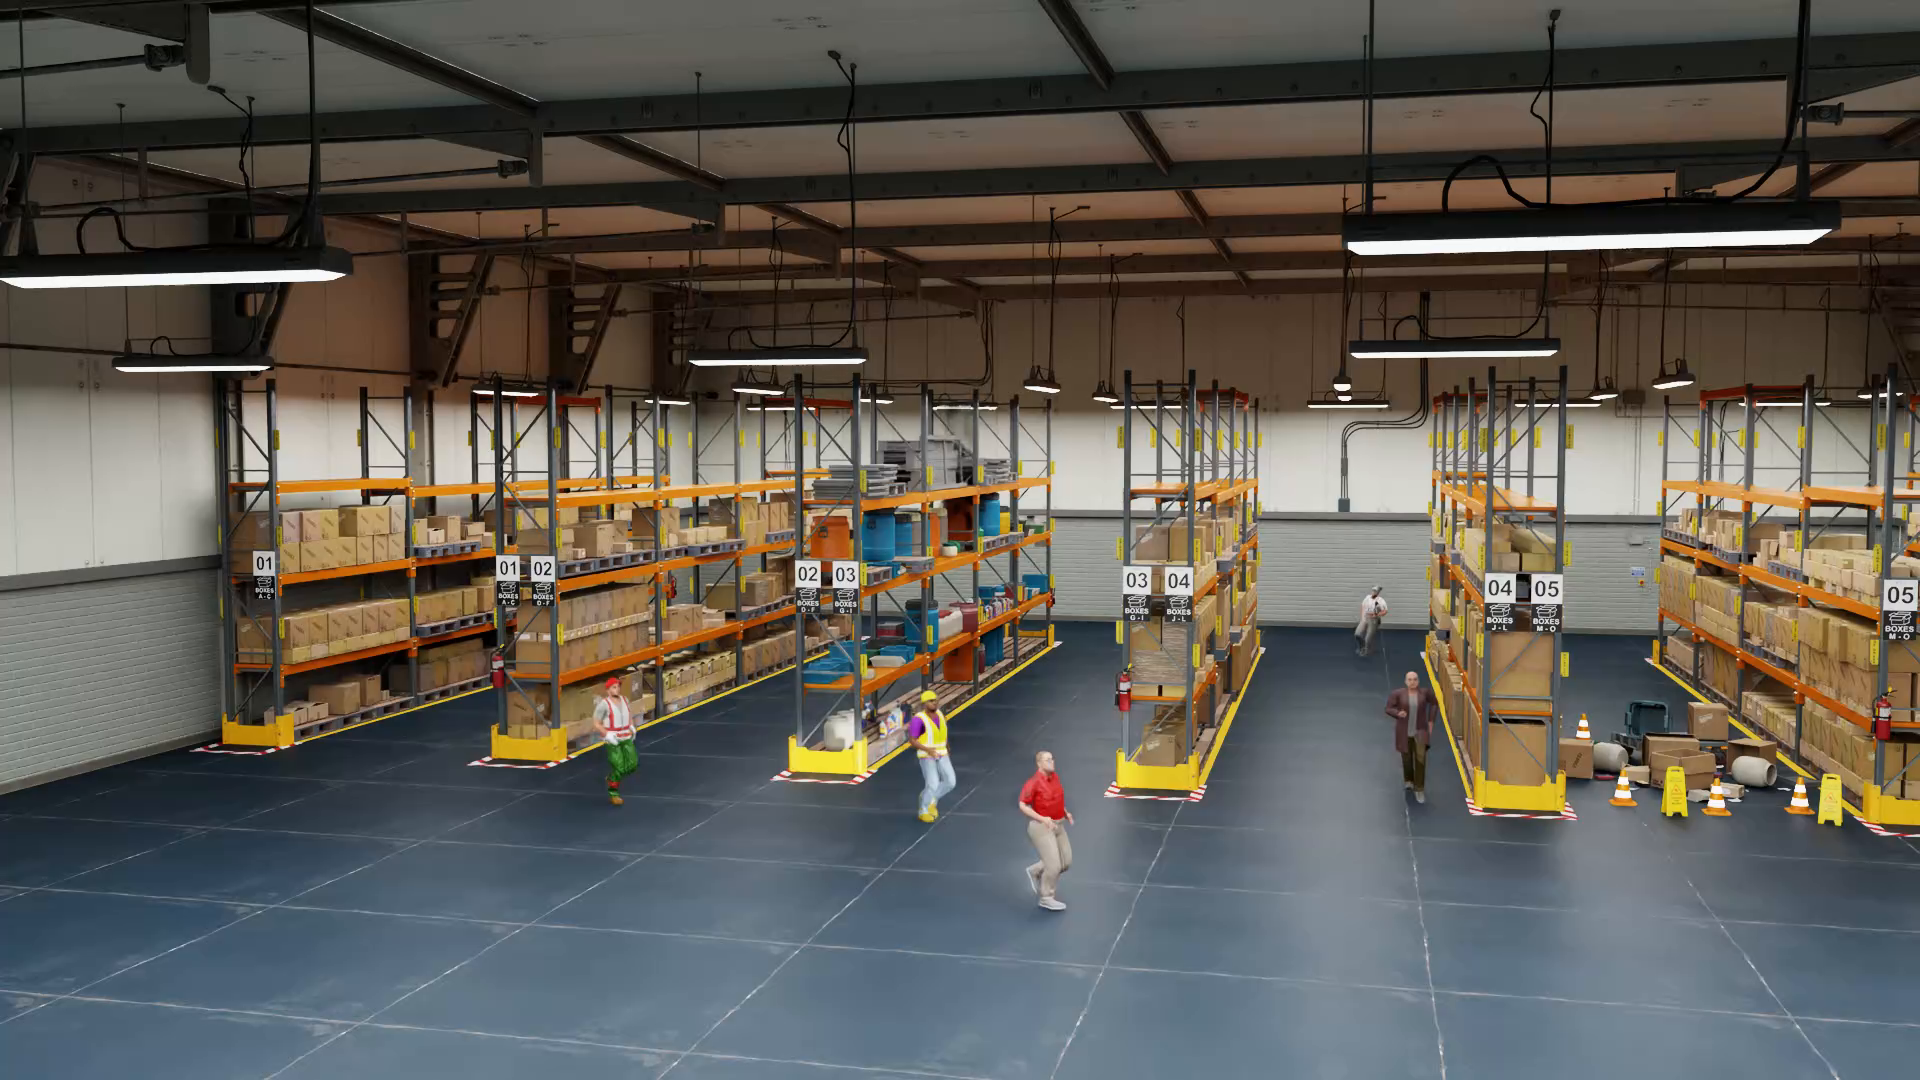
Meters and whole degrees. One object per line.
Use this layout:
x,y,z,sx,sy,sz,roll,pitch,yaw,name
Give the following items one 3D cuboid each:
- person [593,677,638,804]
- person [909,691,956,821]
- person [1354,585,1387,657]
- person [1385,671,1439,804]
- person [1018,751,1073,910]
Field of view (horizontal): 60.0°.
-4.721,2.759,22.901,0.544,1.745,0.663,3,5,42,person
-0.336,2.829,21.777,0.712,1.721,0.566,-3,5,-43,person
9.417,1.862,38.175,0.761,1.698,0.589,3,4,39,person
6.310,2.729,23.287,0.705,1.818,0.893,1,4,15,person
0.912,3.092,17.815,0.607,1.672,0.661,3,5,41,person
